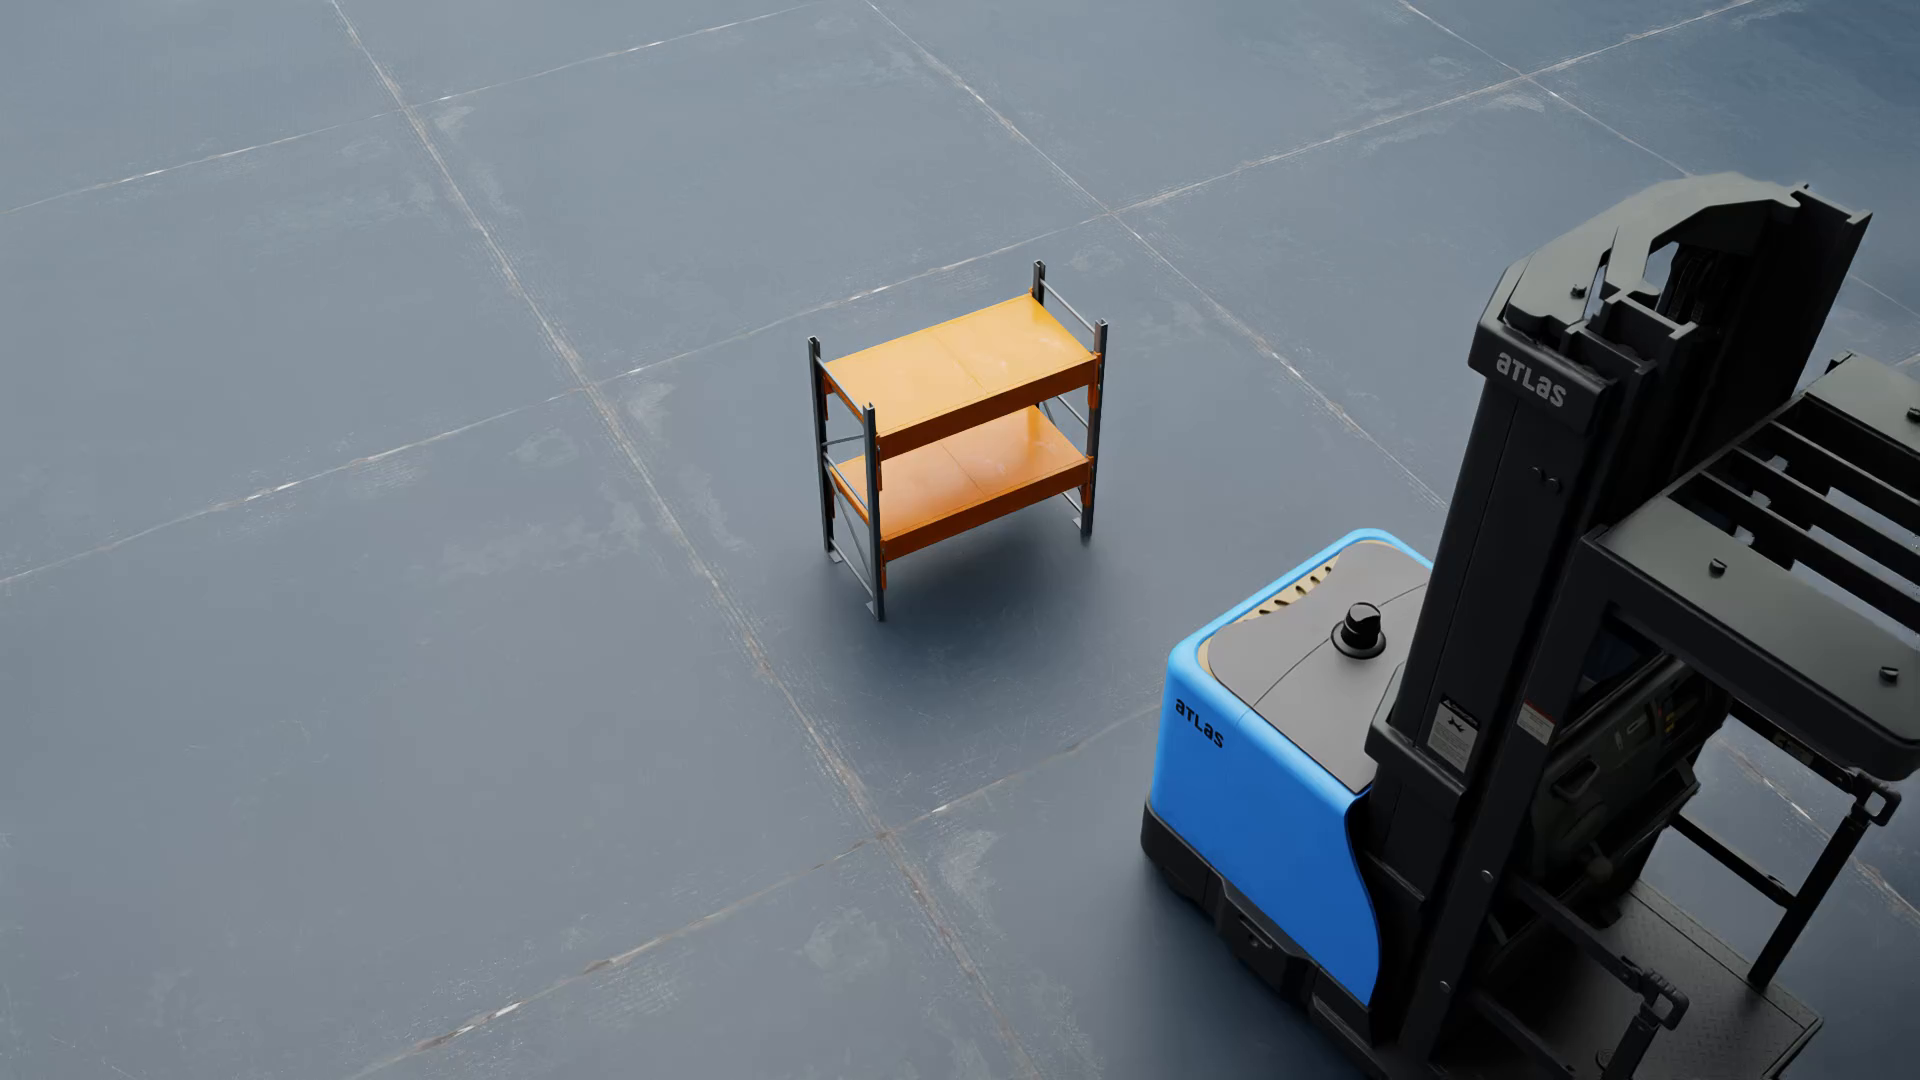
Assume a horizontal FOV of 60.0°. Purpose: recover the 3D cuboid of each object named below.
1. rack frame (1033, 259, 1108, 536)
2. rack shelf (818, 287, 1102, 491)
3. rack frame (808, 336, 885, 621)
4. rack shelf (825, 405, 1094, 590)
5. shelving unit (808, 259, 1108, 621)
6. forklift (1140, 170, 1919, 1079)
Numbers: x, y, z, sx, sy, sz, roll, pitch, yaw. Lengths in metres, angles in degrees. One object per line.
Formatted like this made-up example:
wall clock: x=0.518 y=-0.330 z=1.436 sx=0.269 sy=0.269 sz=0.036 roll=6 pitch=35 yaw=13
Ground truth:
rack frame: x=0.435 y=-0.578 z=6.967 sx=0.032 sy=1.125 sz=0.500 roll=-22 pitch=48 yaw=-21
rack shelf: x=-0.006 y=-0.611 z=6.581 sx=1.000 sy=0.278 sz=0.538 roll=-22 pitch=48 yaw=-21
rack frame: x=-0.447 y=-0.225 z=6.603 sx=0.032 sy=1.125 sz=0.500 roll=-22 pitch=48 yaw=-21
rack shelf: x=-0.006 y=-0.226 z=6.956 sx=1.000 sy=0.278 sz=0.538 roll=-22 pitch=48 yaw=-21
shelving unit: x=-0.006 y=-0.401 z=6.785 sx=1.048 sy=1.125 sz=0.538 roll=-22 pitch=48 yaw=-21
forklift: x=1.961 y=0.663 z=4.392 sx=1.130 sy=2.935 sz=3.031 roll=-29 pitch=51 yaw=-27
